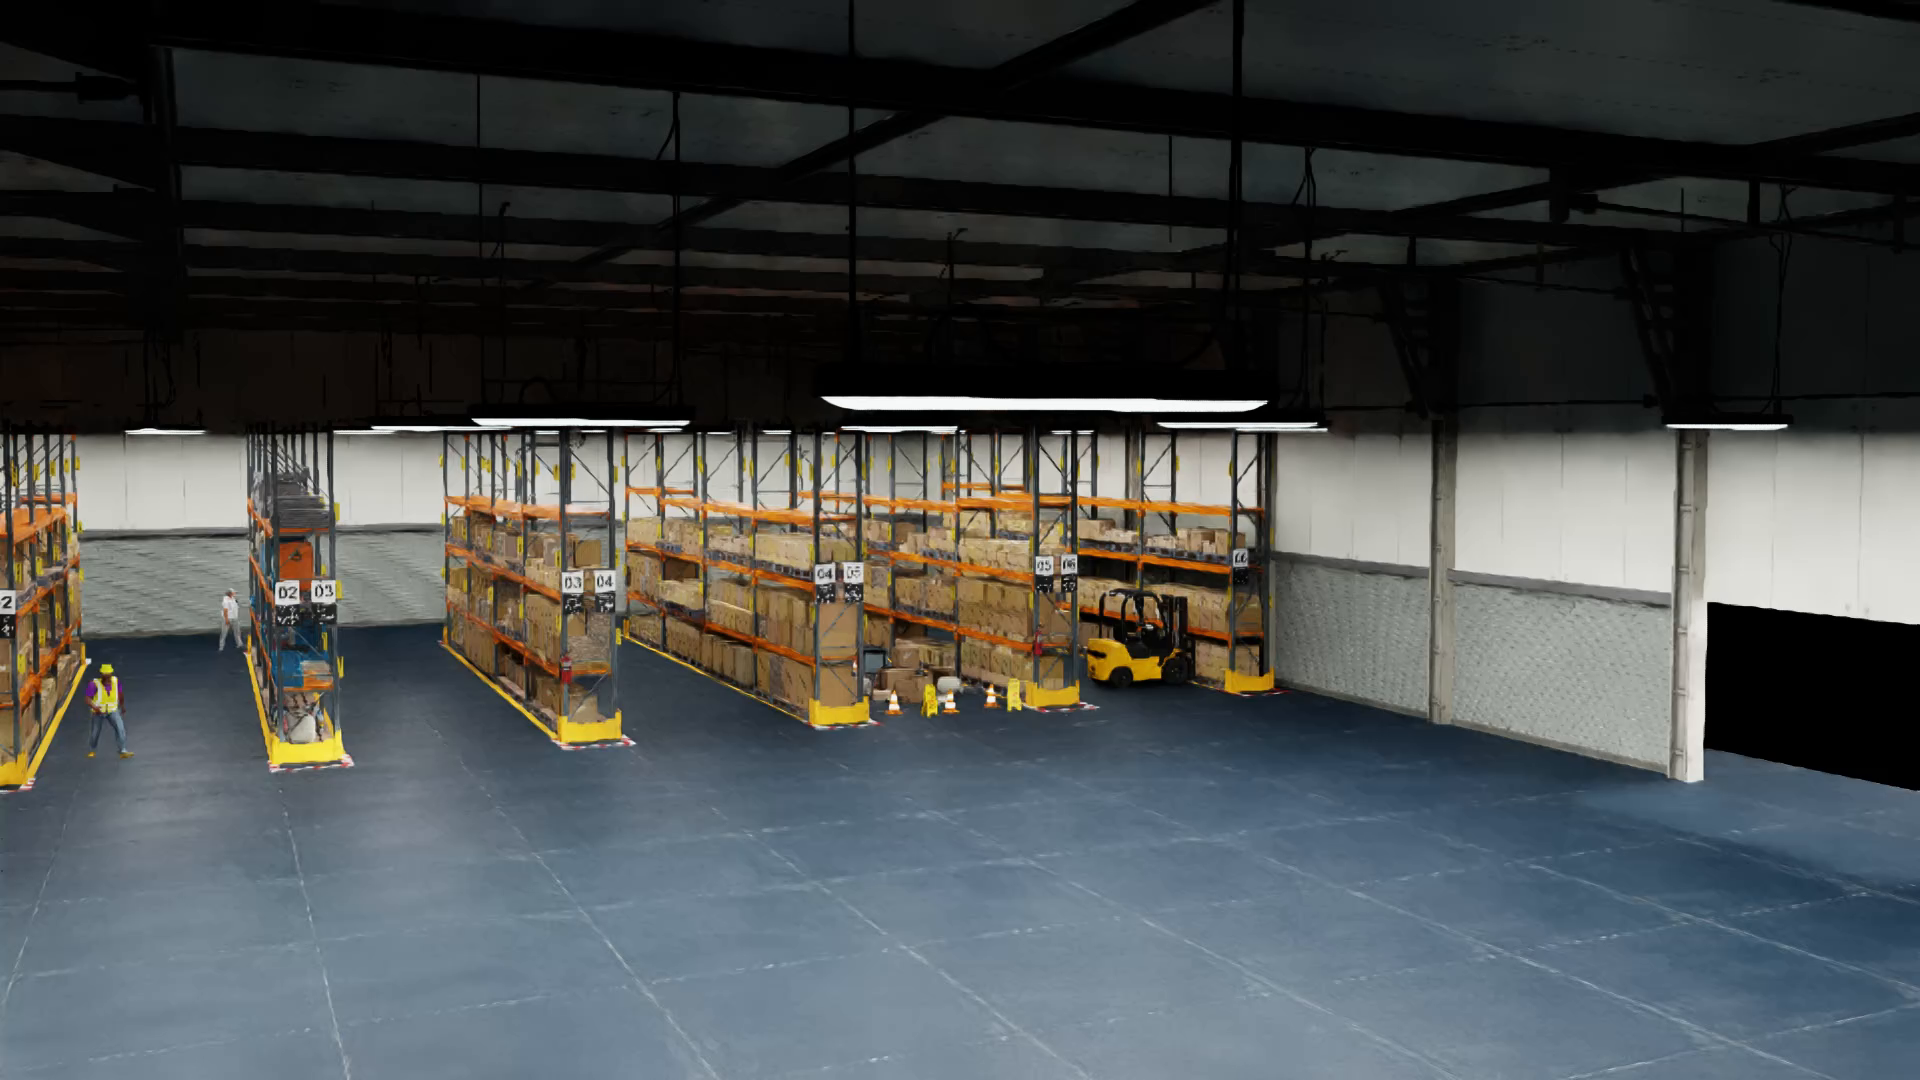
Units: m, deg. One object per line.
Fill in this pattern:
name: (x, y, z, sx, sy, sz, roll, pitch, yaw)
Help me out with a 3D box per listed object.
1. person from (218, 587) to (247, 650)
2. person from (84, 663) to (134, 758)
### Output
person: (-19.583, 2.097, 44.701, 0.561, 1.651, 0.733, 1, 4, 12)
person: (-15.159, 3.024, 29.490, 0.710, 1.704, 0.835, -3, 5, -41)
